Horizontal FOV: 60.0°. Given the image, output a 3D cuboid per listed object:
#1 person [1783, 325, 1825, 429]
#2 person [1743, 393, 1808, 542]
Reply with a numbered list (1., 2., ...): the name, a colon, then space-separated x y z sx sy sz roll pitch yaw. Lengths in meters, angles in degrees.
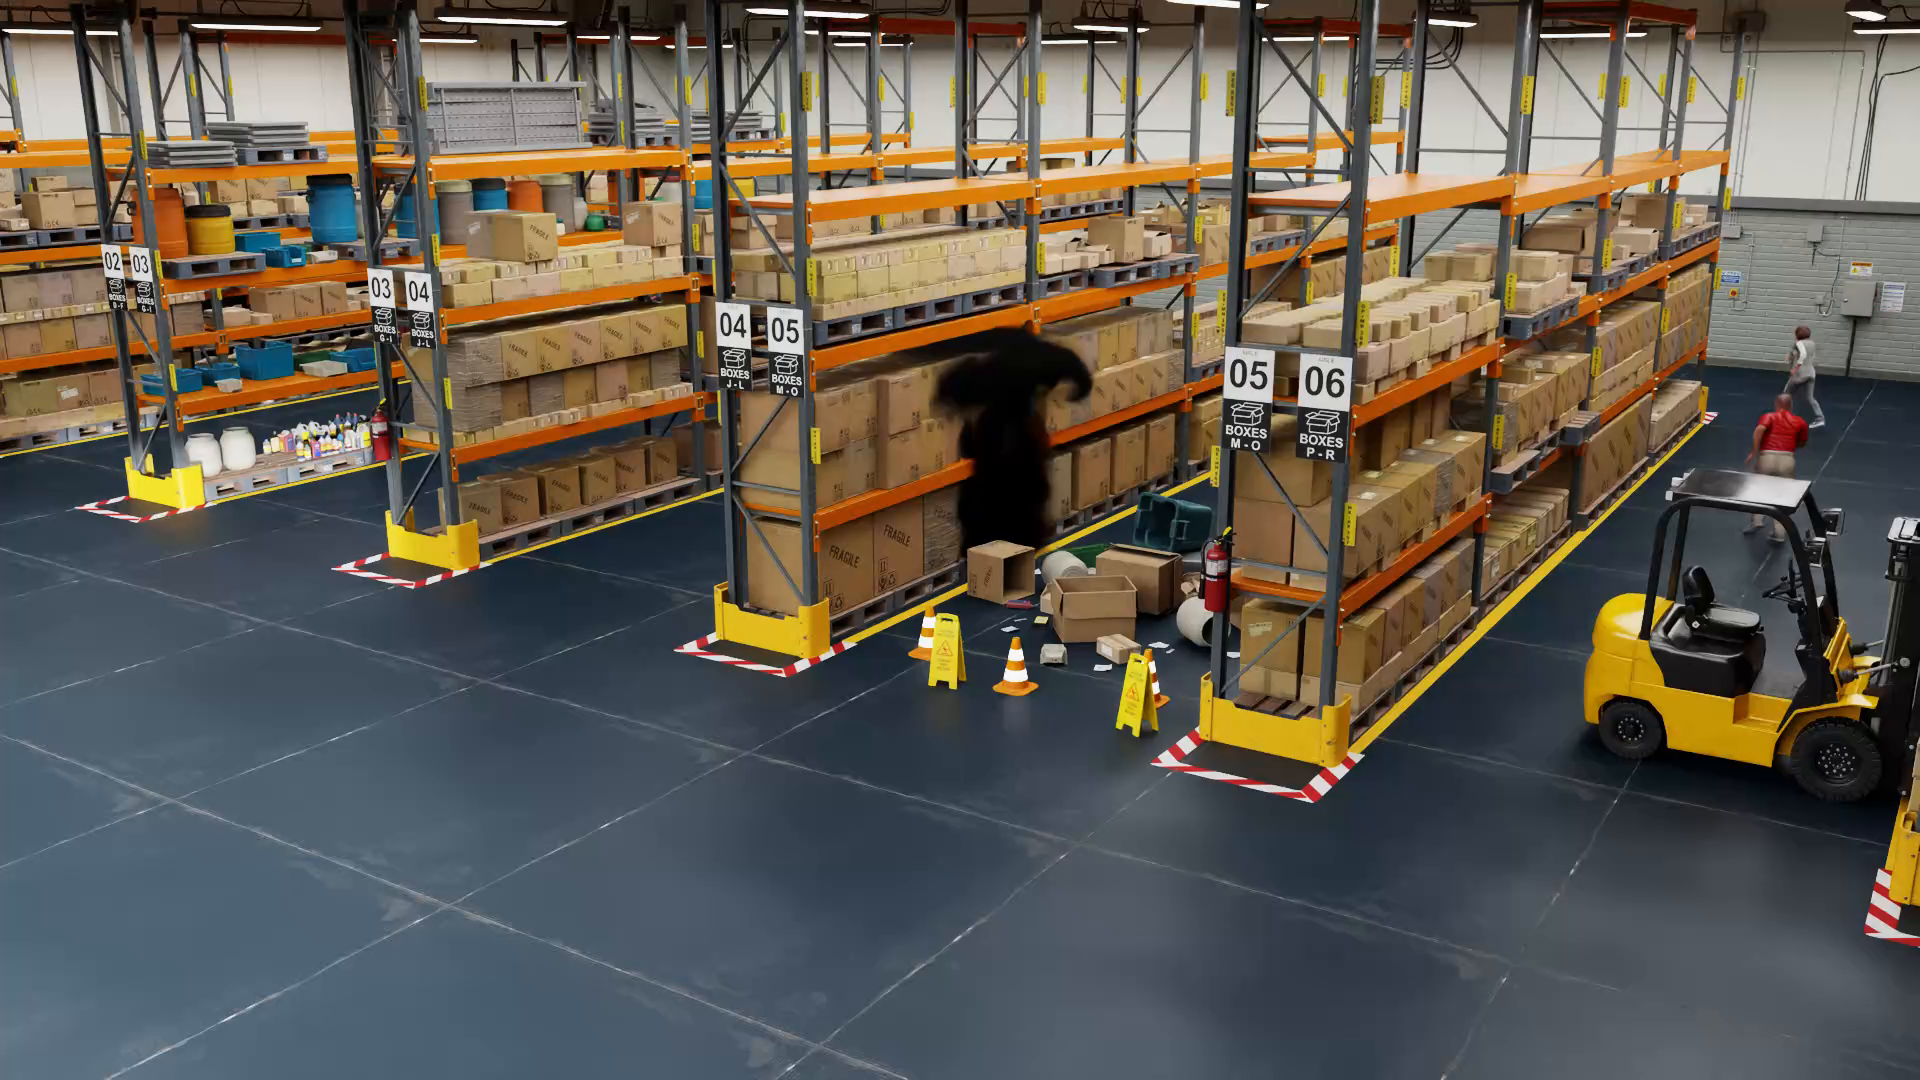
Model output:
1. person: 12.677 -2.416 24.966 0.543 1.567 0.916 -5 16 -19
2. person: 9.393 -0.834 19.171 0.664 1.679 0.975 4 16 15
